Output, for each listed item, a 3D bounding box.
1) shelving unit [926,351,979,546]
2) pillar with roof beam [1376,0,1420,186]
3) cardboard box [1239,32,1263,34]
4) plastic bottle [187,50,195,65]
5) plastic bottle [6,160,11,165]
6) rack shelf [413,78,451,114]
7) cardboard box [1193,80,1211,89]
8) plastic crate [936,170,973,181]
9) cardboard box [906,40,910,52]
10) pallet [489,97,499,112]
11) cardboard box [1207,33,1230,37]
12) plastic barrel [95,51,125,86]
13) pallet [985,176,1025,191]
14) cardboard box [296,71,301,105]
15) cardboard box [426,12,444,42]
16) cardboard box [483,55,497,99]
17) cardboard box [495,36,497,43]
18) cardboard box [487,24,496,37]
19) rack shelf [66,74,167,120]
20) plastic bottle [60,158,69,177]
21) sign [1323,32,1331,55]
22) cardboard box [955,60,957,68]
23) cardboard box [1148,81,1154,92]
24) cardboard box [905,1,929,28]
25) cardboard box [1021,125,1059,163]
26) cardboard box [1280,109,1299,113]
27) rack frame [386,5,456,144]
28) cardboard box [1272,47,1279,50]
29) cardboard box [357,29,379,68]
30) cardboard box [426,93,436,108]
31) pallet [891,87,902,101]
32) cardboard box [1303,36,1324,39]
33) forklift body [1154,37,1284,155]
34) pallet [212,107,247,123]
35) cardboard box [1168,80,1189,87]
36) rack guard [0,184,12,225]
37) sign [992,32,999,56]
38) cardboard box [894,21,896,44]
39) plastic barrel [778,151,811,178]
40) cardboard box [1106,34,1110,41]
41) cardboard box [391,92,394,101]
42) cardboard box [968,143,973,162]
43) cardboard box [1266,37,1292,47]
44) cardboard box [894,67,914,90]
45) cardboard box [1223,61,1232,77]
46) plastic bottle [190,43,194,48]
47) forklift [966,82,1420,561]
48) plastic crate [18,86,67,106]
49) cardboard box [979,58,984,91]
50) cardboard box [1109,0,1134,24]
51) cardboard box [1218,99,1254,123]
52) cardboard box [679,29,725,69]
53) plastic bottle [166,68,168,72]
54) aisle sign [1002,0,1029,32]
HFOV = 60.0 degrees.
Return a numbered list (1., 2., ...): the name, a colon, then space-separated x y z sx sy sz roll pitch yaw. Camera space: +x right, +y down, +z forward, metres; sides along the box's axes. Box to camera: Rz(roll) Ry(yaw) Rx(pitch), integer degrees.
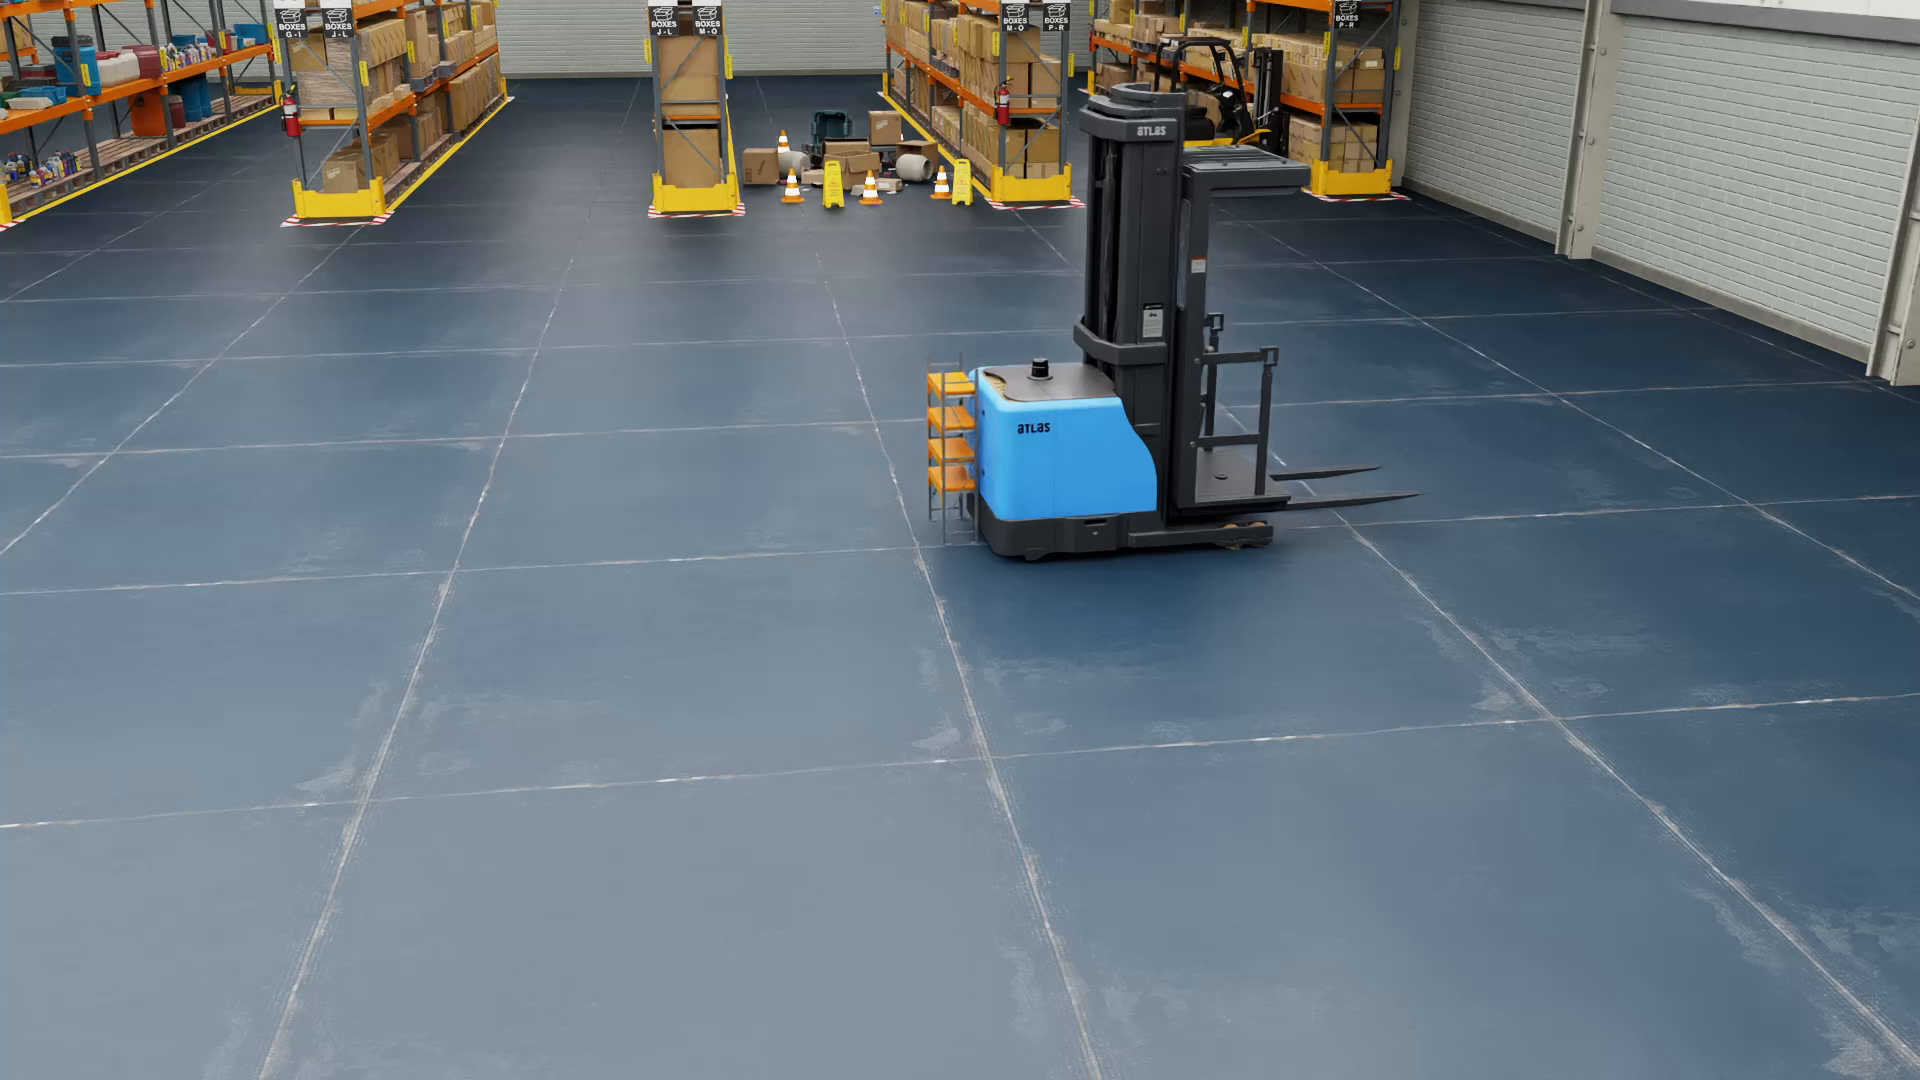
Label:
1. shelving unit: -0.050 -0.618 11.155 0.258 1.200 0.503 -4 21 -11
2. pillar with roof beam: 2.512 -9.613 24.092 9.100 9.000 0.400 -3 21 -8
3. cardboard box: 5.383 -9.315 30.800 0.380 0.149 0.250 -3 21 -9
4. plastic bottle: -14.814 -9.280 31.953 0.152 0.276 0.135 -3 21 -8
5. plastic bottle: -14.424 -5.630 25.273 0.097 0.271 0.097 0 20 0
6. rack shelf: -9.602 -7.722 28.632 1.077 0.370 4.000 -3 21 -8
7. cardboard box: 4.933 -9.204 33.618 0.380 0.149 0.250 -3 21 -7
8. plastic crate: -0.093 -5.914 26.935 0.402 0.080 0.583 -11 23 -26
9. cardboard box: -0.859 -10.400 34.989 0.500 0.250 0.500 -3 21 -9
10. pallet: -10.679 -9.520 36.405 1.003 0.211 1.213 -3 21 -8
11. cardboard box: 4.778 -9.282 30.711 0.380 0.149 0.250 -2 21 -7
12. plastic barrel: -14.304 -7.926 27.957 0.433 0.535 0.433 0 20 0
13. pallet: 0.976 -5.484 25.598 1.003 0.211 1.213 -3 21 -8
14. cardboard box: -8.980 -6.527 23.835 0.875 0.500 0.500 -3 21 -8
15. cardboard box: -9.980 -9.522 30.847 0.797 0.503 0.637 -2 21 -6
16. cardboard box: -10.741 -10.190 36.648 0.875 0.875 0.875 -3 21 -8
17. cardboard box: -10.667 -11.297 37.534 0.380 0.149 0.250 -3 21 -7
18. cardboard box: -10.711 -11.436 37.337 0.500 0.250 0.500 -3 21 -9
19. rack shelf: -14.504 -7.472 27.963 1.077 0.370 4.000 -3 21 -8
20. plastic bottle: -13.745 -5.721 25.500 0.061 0.283 0.133 -2 21 -4
21. sign: 5.441 -7.364 24.652 0.100 0.325 0.005 -3 21 -8
22. cardboard box: 0.124 -8.202 28.647 0.380 0.149 0.250 -4 21 -9
23. cardboard box: 4.252 -9.378 35.010 0.500 0.500 0.500 -4 21 -9
24. cardboard box: -0.882 -10.984 34.767 0.500 0.500 0.500 -3 21 -7
25. cardboard box: 1.222 -6.043 25.366 0.500 0.500 0.500 -4 21 -10
26. cardboard box: 5.310 -6.962 27.471 0.500 0.250 0.500 -2 21 -6
27. rack frame: -9.891 -8.751 30.360 1.000 3.000 0.127 -3 21 -8
28. cardboard box: 5.292 -7.987 27.242 0.380 0.149 0.250 -3 21 -8
29. cardboard box: -8.612 -7.014 23.711 0.500 0.500 0.500 -3 21 -8
30. cardboard box: -9.764 -7.907 29.972 0.500 0.250 0.500 -2 21 -6
31. pallet: -1.045 -10.442 38.872 1.003 0.211 1.213 -3 21 -8
32. cardboard box: 5.893 -8.249 27.521 0.380 0.149 0.250 -3 21 -9
33. forklift body: 3.902 -6.900 26.616 2.313 2.155 1.214 -3 21 -8
34. pallet: -15.513 -8.833 34.564 1.003 0.211 1.213 -3 21 -8
35. cardboard box: 4.448 -9.271 33.796 0.380 0.149 0.250 -2 21 -6
36. rack guard: -13.696 -4.585 22.777 1.175 0.500 0.348 -3 21 -8
37. sign: 0.517 -7.151 23.968 0.100 0.325 0.005 -3 21 -8
38. cardboard box: -1.208 -11.364 37.212 0.500 0.500 0.500 -2 21 -6
39. plastic barrel: -2.710 -6.059 26.834 0.512 0.421 0.421 12 24 30
40. cardboard box: 3.586 -11.579 38.289 0.380 0.149 0.250 -4 21 -9
41. cardboard box: -8.861 -6.754 25.371 0.380 0.149 0.250 -3 21 -8
42. cardboard box: 0.398 -6.373 27.321 0.500 0.250 0.500 -2 21 -5
43. cardboard box: 5.264 -8.214 27.427 0.380 0.149 0.250 -2 21 -7
44. cardboard box: -1.043 -10.794 38.891 0.875 0.438 0.875 -4 21 -10
45. cardboard box: 4.994 -8.383 29.587 0.500 0.250 0.500 -3 21 -8
46. plastic bottle: -15.055 -9.554 32.581 0.144 0.351 0.185 -3 21 -8
47. forklift: 1.616 -1.484 11.001 3.031 2.935 1.130 -4 21 -11
48. plastic crate: -13.787 -6.677 25.020 0.499 0.251 0.616 -3 21 -8
49. cardboard box: 0.582 -7.189 25.608 0.500 0.500 0.500 -3 21 -8
50. cardboard box: 3.689 -12.003 37.784 0.500 0.500 0.500 -2 21 -6
51. cardboard box: 5.213 -7.651 30.209 0.875 0.625 0.625 -3 21 -8
52. cardboard box: -3.947 -7.290 24.689 0.875 0.550 0.550 -3 21 -8
53. plastic bottle: -14.538 -8.650 30.372 0.097 0.201 0.097 0 20 0
54. aisle sign: 0.791 -7.663 23.731 0.394 0.787 0.004 -3 21 -8
